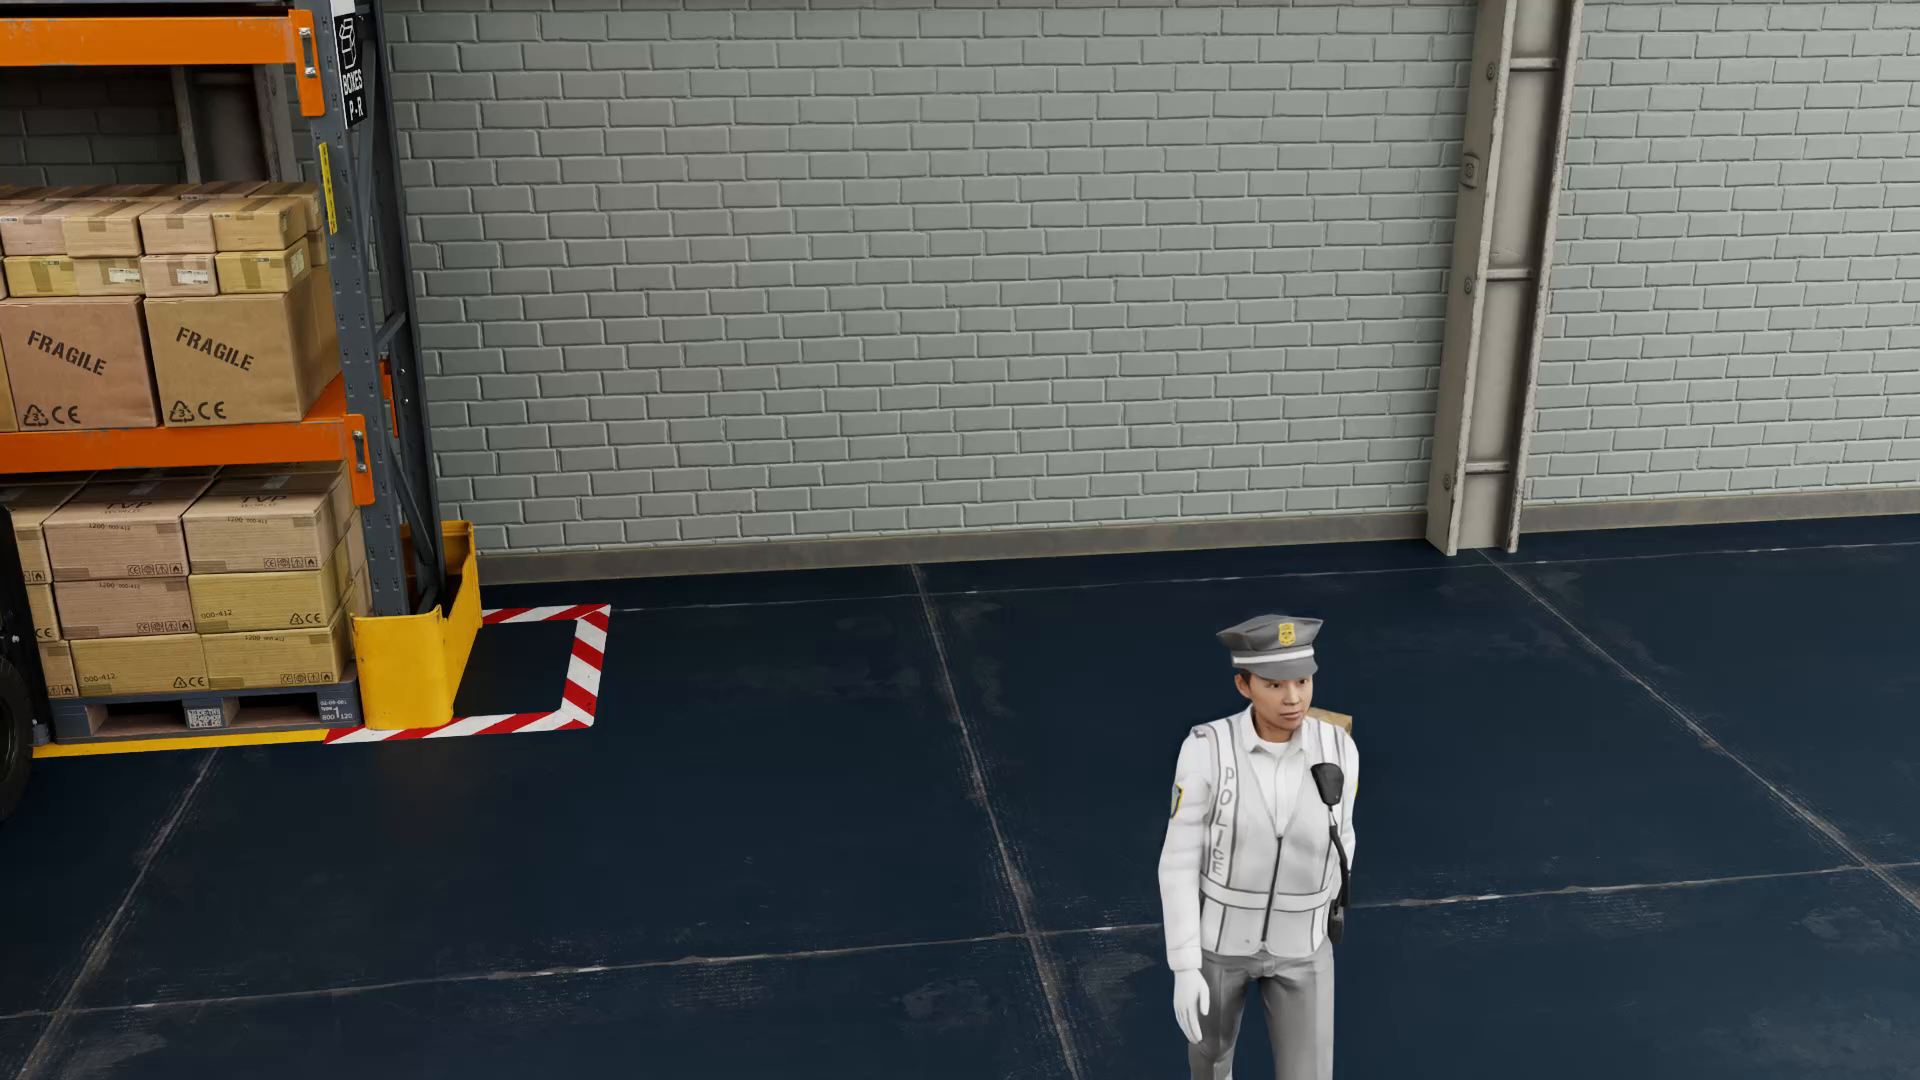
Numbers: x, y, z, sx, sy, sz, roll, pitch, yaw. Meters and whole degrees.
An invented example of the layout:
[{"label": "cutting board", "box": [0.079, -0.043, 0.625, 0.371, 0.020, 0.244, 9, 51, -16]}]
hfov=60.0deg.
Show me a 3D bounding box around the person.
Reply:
[{"label": "person", "box": [0.699, 0.962, 3.873, 0.484, 1.634, 0.984, 1, 20, 3]}]
